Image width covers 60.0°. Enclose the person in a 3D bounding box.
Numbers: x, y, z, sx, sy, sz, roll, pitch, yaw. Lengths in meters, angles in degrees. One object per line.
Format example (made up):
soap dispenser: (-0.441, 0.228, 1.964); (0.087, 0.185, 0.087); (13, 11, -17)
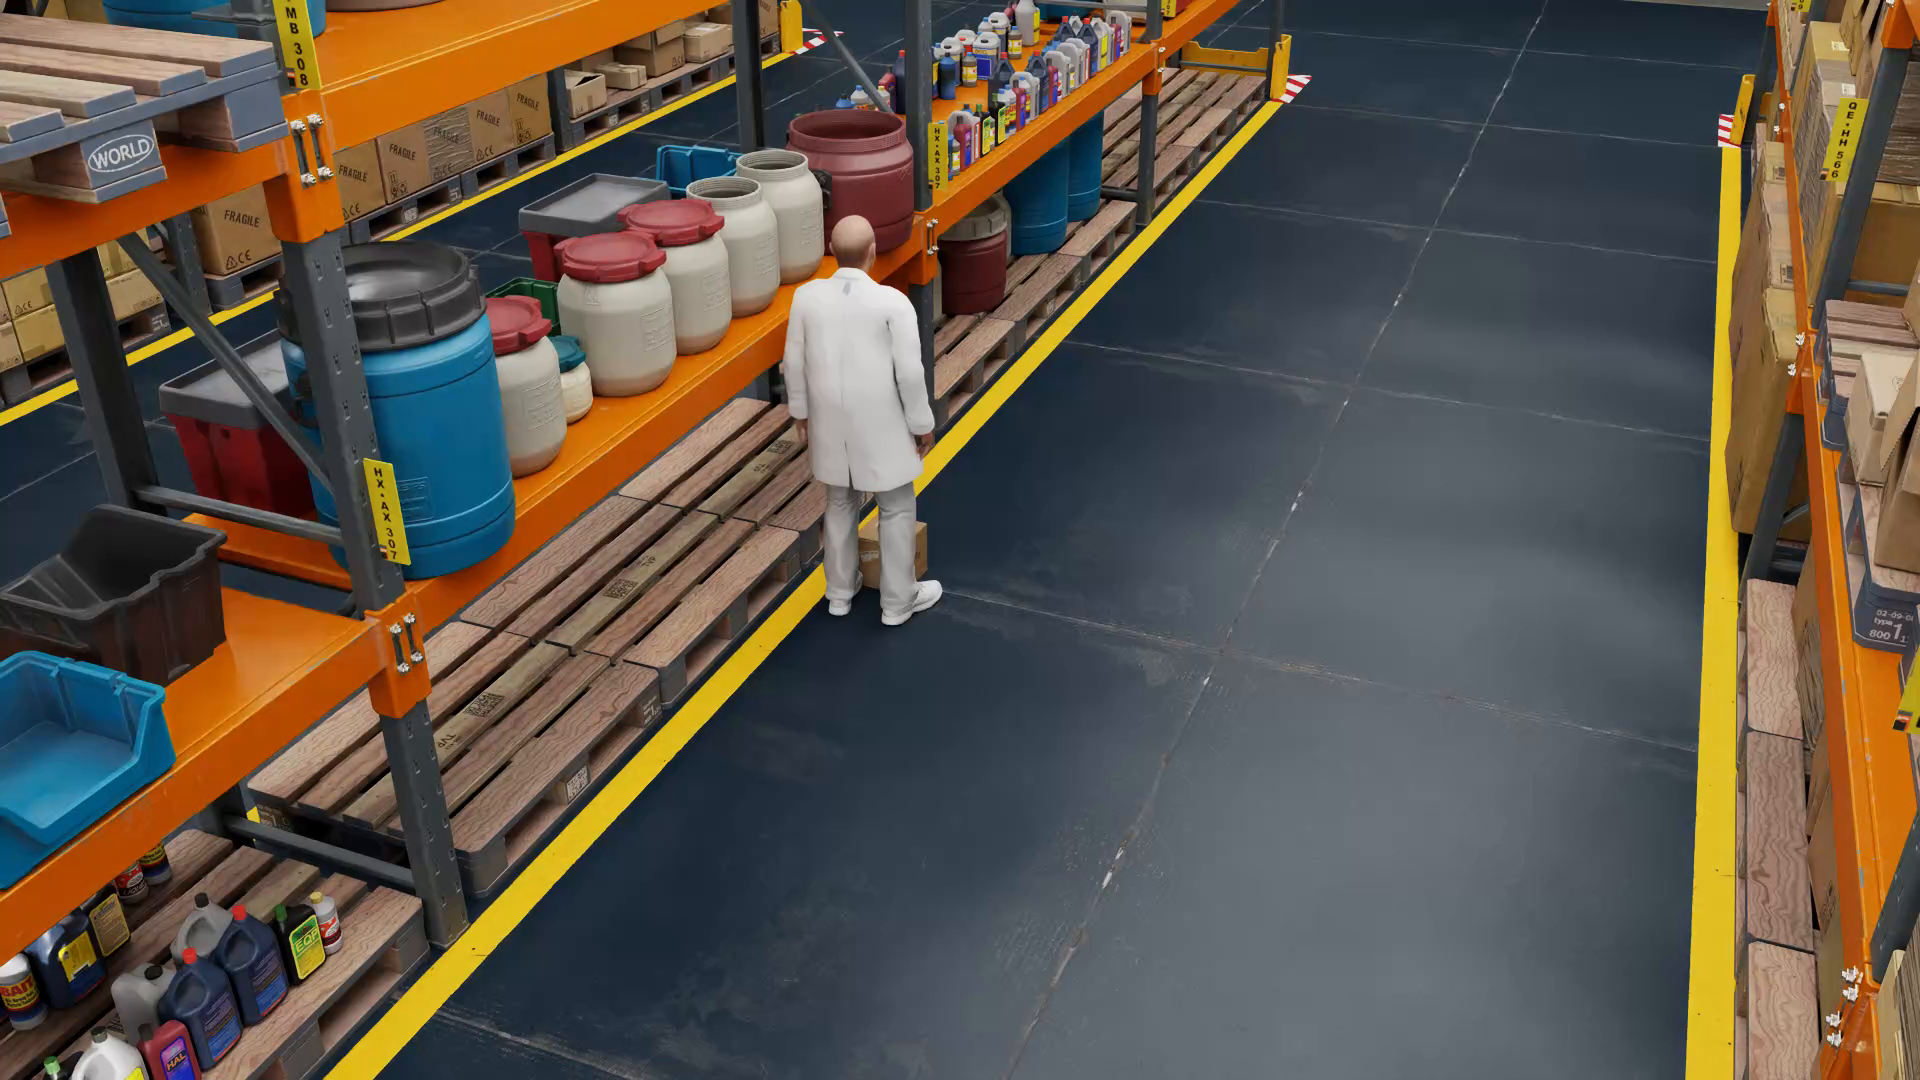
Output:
person: (-0.422, -0.493, 7.023); (0.654, 1.774, 0.421); (10, 31, 17)
